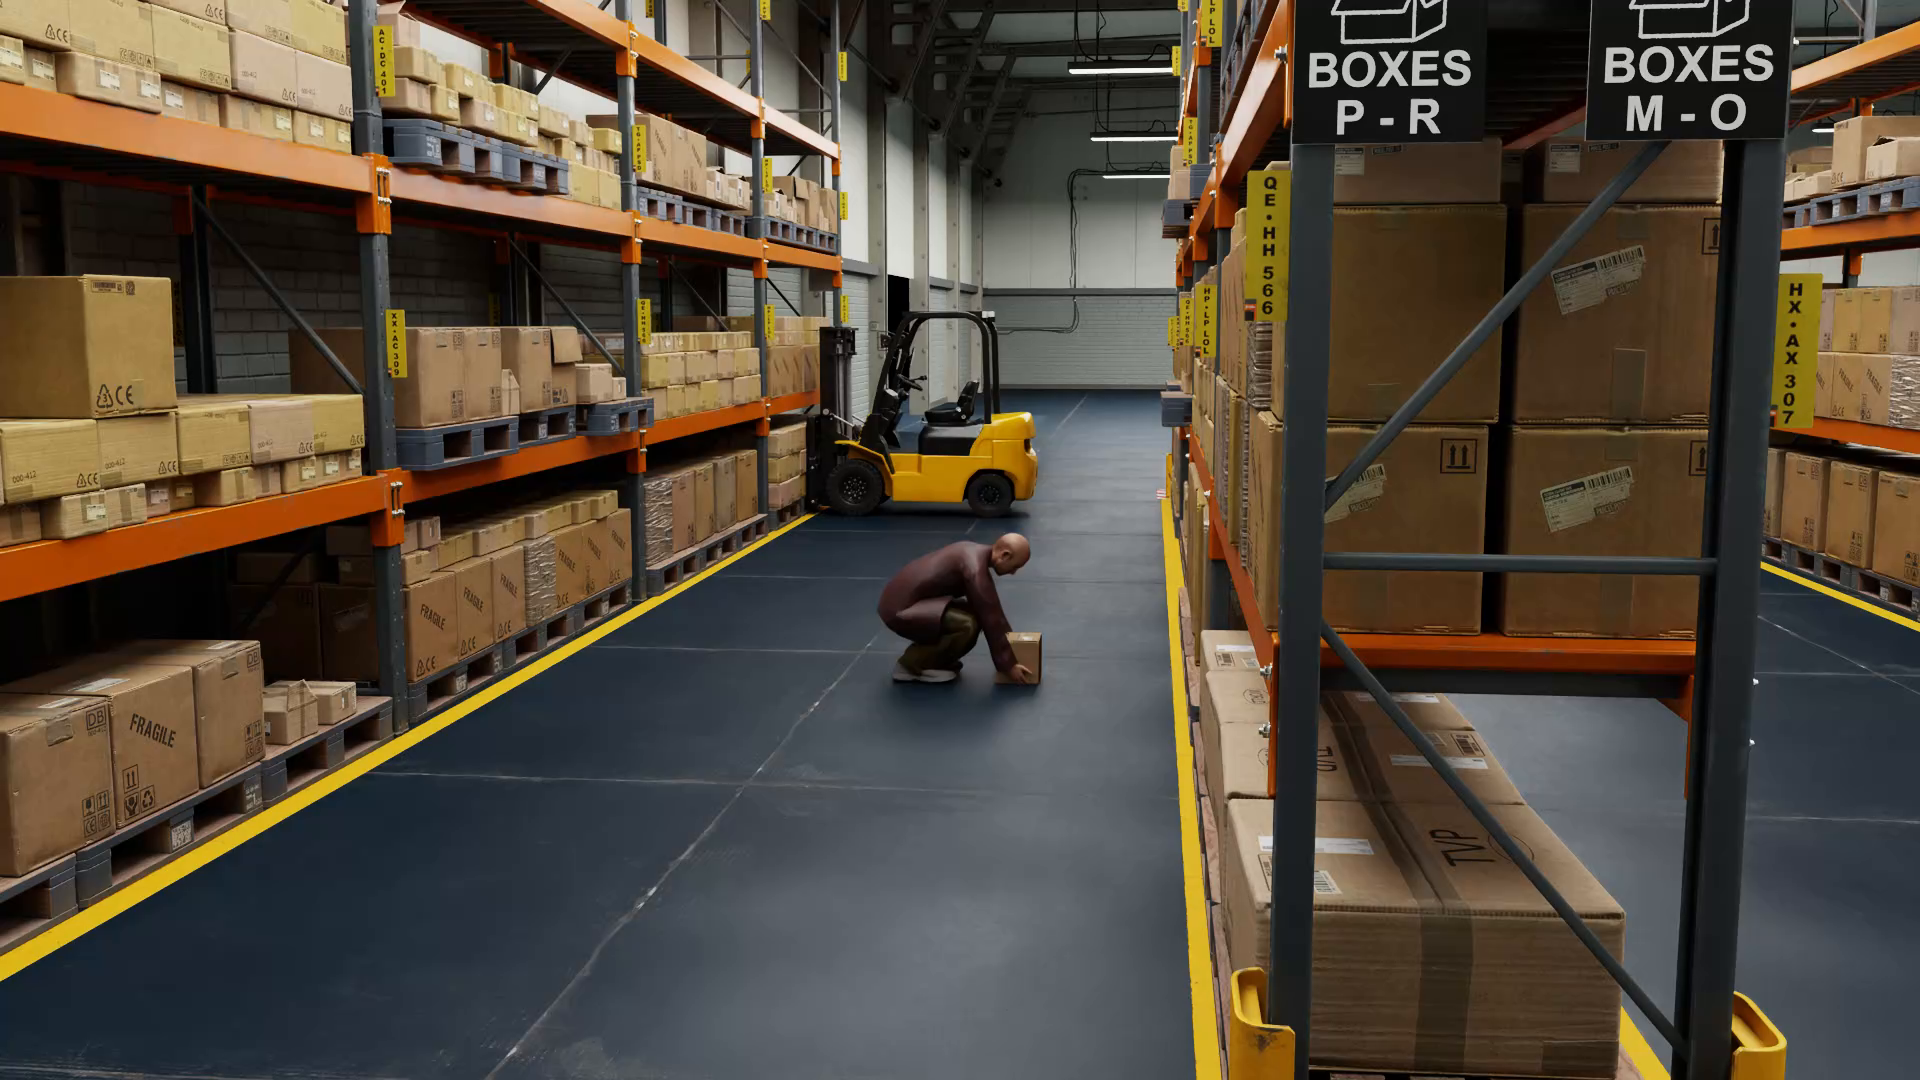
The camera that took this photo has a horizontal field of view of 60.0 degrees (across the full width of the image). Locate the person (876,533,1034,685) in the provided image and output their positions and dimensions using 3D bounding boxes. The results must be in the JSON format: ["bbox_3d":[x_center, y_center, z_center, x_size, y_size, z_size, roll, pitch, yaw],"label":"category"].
[{"bbox_3d":[-0.020,0.409,9.560,0.911,0.874,0.587,1,7,6],"label":"person"}]
